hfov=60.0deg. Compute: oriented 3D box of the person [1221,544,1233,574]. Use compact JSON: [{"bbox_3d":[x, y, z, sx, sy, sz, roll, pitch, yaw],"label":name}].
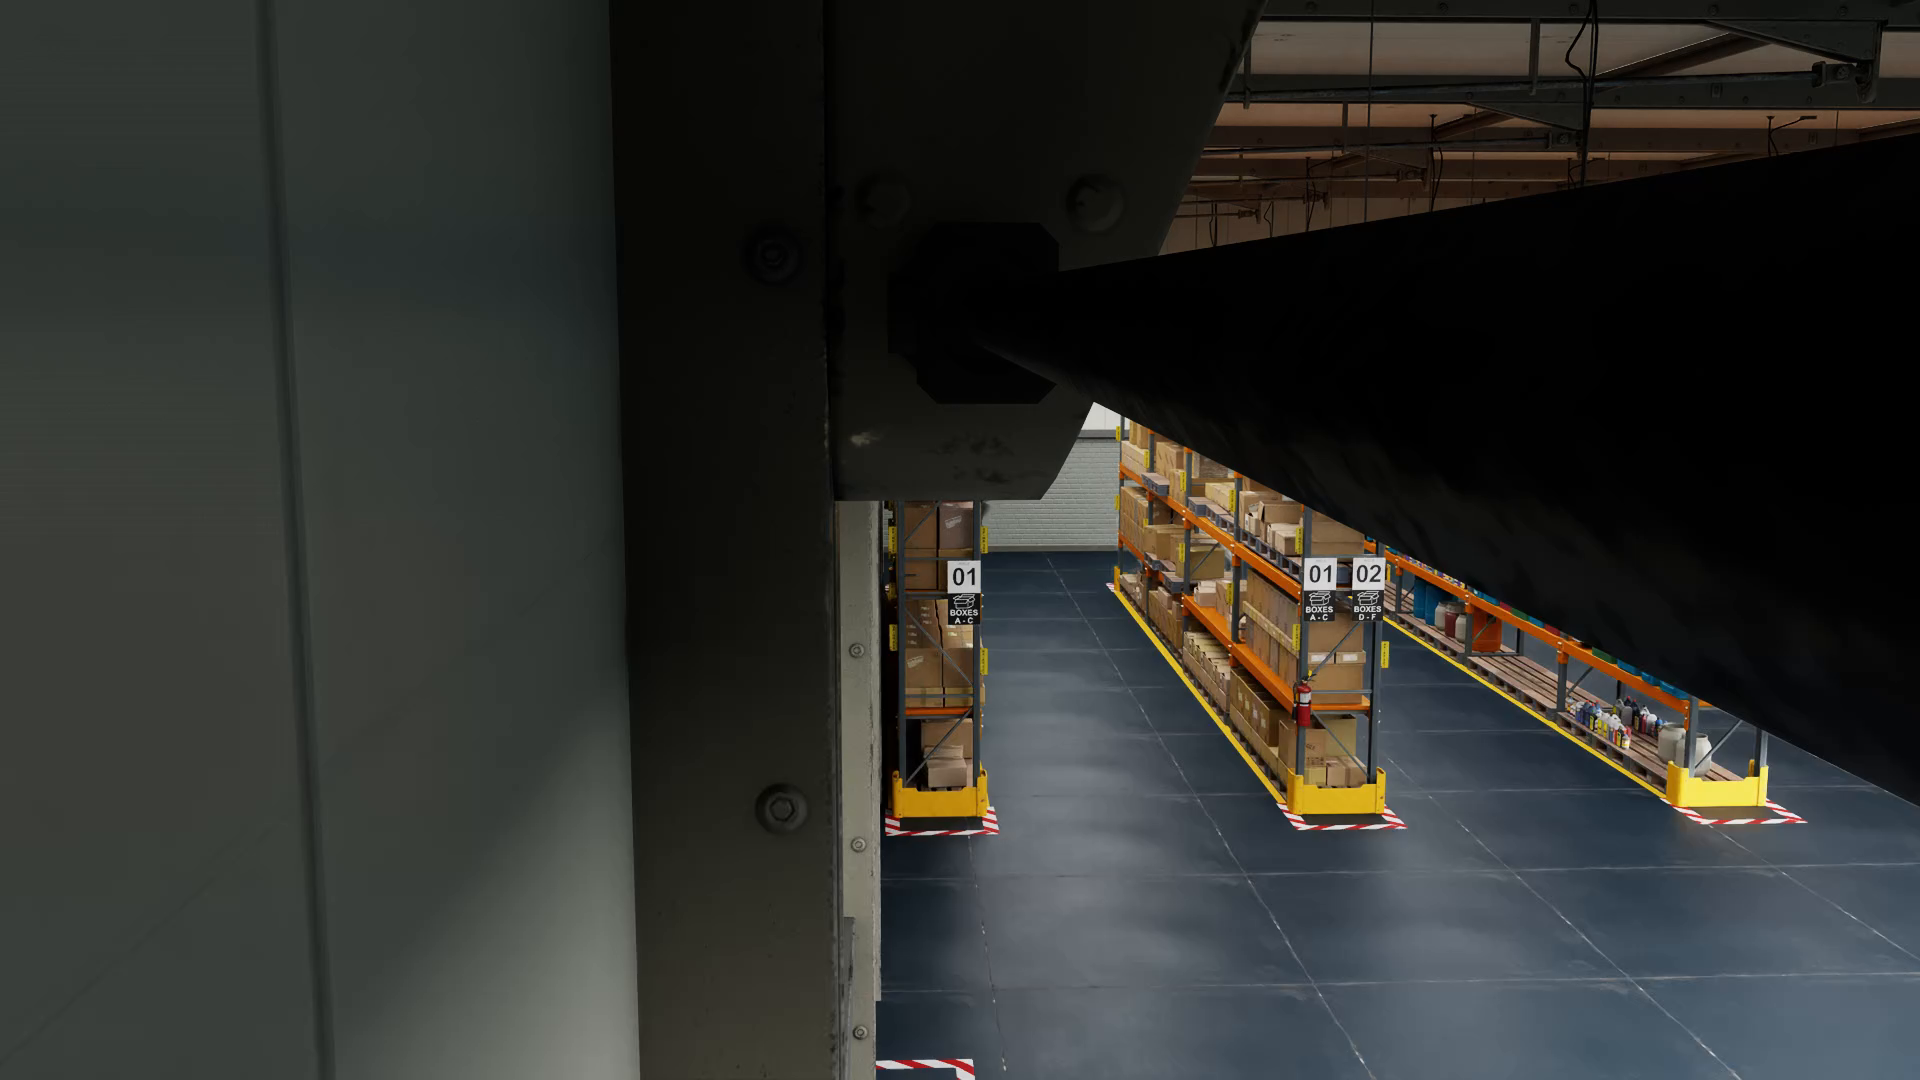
[{"bbox_3d":[5.719,0.230,36.631,0.747,1.728,0.815,-6,10,-38],"label":"person"}]
